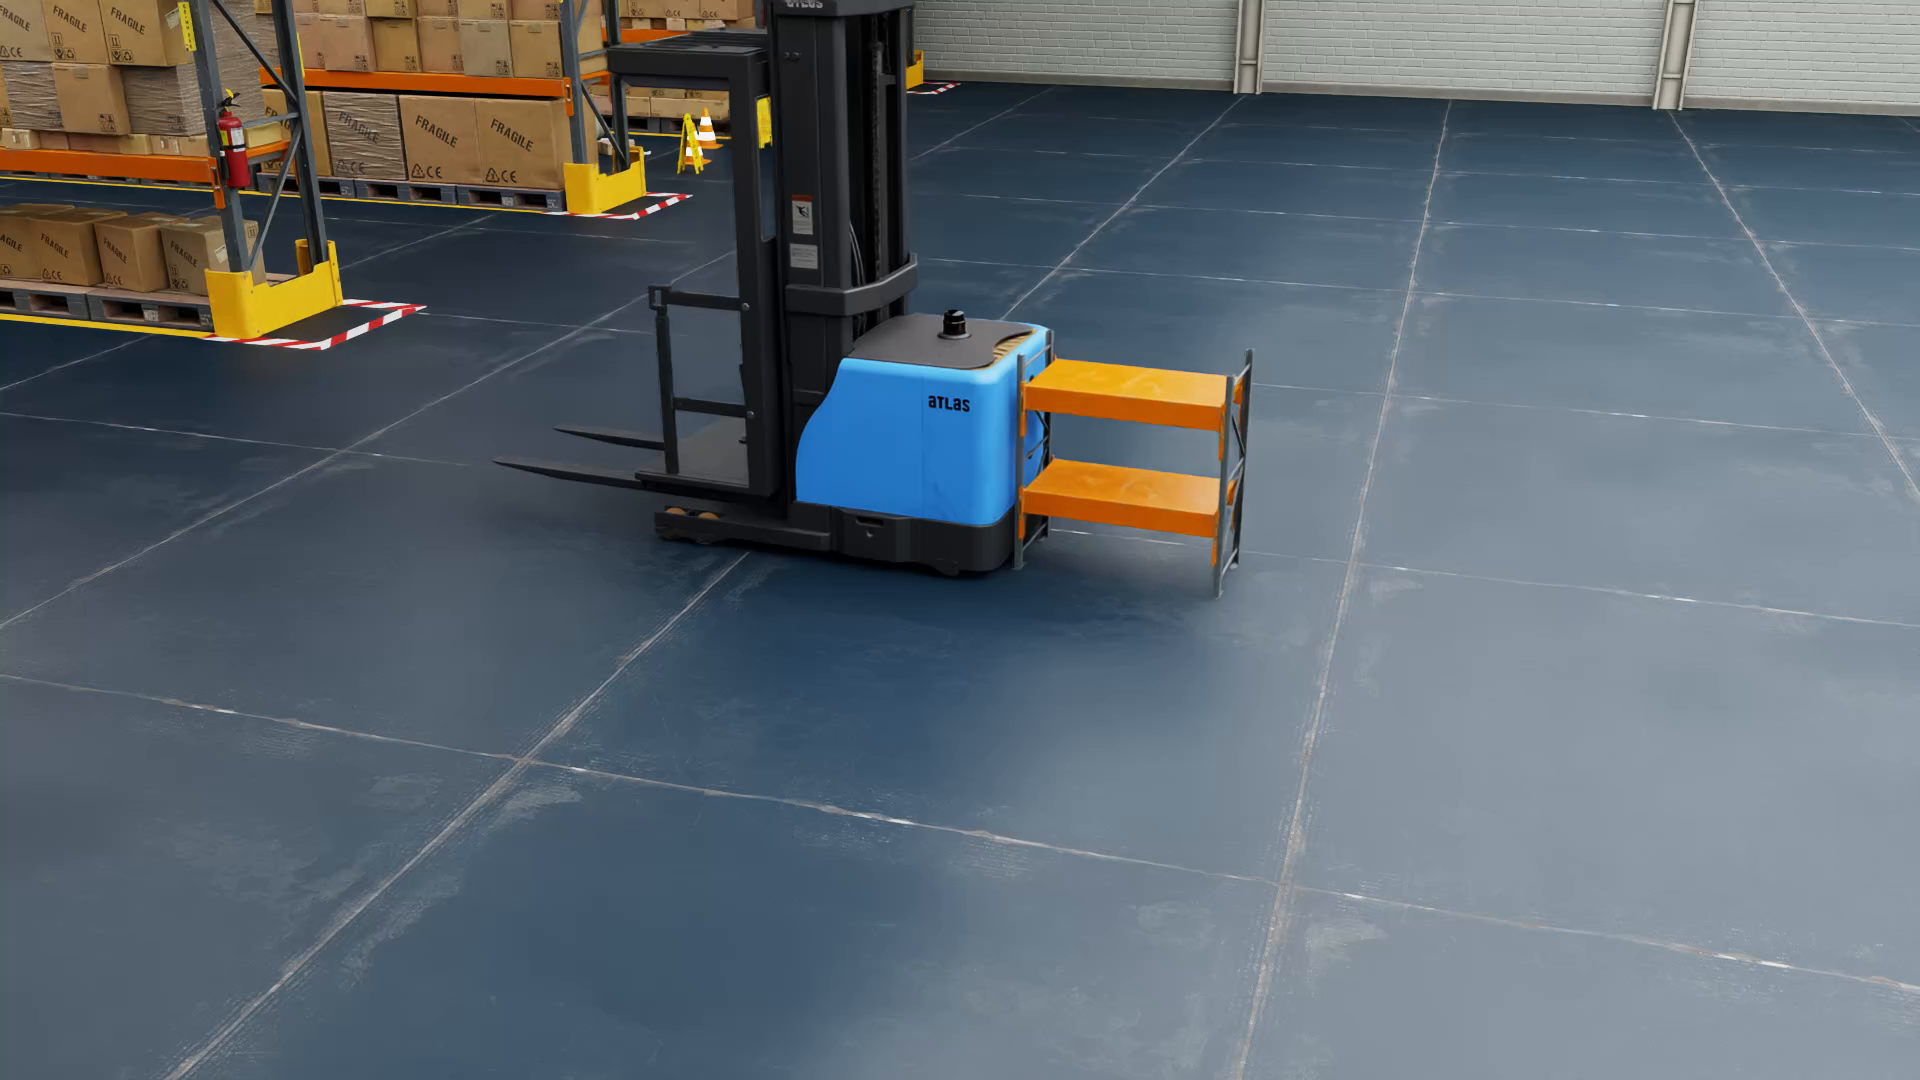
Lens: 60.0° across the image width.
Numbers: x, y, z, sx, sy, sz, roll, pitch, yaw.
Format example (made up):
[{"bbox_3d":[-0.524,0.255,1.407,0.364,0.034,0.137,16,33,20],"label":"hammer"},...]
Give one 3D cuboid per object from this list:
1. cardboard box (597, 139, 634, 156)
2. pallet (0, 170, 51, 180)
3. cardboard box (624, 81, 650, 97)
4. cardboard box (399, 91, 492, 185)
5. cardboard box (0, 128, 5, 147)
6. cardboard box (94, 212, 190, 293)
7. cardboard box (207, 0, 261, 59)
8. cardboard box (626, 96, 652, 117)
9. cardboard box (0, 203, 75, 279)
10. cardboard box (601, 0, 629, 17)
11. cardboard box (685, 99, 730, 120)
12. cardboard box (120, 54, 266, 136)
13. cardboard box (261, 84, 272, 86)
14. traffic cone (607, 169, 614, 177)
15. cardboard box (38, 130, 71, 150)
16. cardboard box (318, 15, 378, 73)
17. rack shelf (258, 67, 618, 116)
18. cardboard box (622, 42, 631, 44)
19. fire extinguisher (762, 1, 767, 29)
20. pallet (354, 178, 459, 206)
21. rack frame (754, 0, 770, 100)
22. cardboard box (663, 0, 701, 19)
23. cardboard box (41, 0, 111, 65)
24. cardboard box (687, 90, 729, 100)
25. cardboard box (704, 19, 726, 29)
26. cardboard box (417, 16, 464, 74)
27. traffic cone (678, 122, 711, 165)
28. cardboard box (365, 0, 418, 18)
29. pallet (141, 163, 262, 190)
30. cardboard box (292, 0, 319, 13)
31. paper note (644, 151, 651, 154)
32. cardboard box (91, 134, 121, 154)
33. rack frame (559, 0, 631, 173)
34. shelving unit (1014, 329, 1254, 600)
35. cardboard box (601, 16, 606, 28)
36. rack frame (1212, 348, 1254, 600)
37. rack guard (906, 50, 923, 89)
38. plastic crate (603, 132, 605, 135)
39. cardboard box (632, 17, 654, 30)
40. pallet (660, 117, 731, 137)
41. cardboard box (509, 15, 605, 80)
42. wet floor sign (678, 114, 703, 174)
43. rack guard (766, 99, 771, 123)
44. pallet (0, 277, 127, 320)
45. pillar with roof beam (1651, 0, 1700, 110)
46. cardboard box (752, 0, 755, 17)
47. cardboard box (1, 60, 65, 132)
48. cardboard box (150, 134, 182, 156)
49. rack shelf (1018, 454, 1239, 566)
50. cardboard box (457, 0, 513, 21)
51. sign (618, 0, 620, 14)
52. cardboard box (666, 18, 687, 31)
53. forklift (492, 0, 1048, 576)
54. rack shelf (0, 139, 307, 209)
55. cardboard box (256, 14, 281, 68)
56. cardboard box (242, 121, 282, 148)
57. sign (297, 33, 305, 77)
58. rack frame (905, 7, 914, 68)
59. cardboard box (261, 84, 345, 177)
[{"bbox_3d":[-4.194,-4.795,20.264,0.380,0.149,0.250,-20,29,-39],"label":"cardboard box"},{"bbox_3d":[-10.616,-4.368,19.141,1.213,0.211,1.003,7,23,16],"label":"pallet"},{"bbox_3d":[-4.181,-6.081,21.723,0.500,0.500,0.500,6,23,14],"label":"cardboard box"},{"bbox_3d":[-5.201,-4.252,17.430,0.875,0.875,0.875,6,23,15],"label":"cardboard box"},{"bbox_3d":[-7.238,-3.123,12.762,0.250,0.149,0.380,7,23,16],"label":"cardboard box"},{"bbox_3d":[-6.395,-2.269,13.090,0.500,0.500,0.500,13,26,29],"label":"cardboard box"},{"bbox_3d":[-5.667,-3.910,12.508,0.500,0.500,0.500,7,23,16],"label":"cardboard box"},{"bbox_3d":[-4.205,-5.733,21.863,0.500,0.250,0.500,6,23,14],"label":"cardboard box"},{"bbox_3d":[-7.510,-2.422,13.463,0.500,0.500,0.500,4,23,11],"label":"cardboard box"},{"bbox_3d":[-4.392,-7.023,21.415,0.500,0.500,0.500,7,23,16],"label":"cardboard box"},{"bbox_3d":[-3.231,-5.620,21.589,0.500,0.250,0.500,6,23,15],"label":"cardboard box"},{"bbox_3d":[-5.738,-3.358,12.480,0.500,0.500,0.875,7,23,16],"label":"cardboard box"},{"bbox_3d":[-9.478,-6.494,23.559,0.625,0.372,0.950,5,23,12],"label":"cardboard box"},{"bbox_3d":[-3.788,-4.295,18.632,0.334,0.463,0.336,7,23,16],"label":"traffic cone"},{"bbox_3d":[-6.753,-3.075,12.645,0.250,0.149,0.380,7,23,16],"label":"cardboard box"},{"bbox_3d":[-6.147,-5.213,17.328,0.550,0.550,0.875,7,23,16],"label":"cardboard box"},{"bbox_3d":[-5.605,-4.781,17.422,4.000,0.370,1.077,7,23,16],"label":"rack shelf"},{"bbox_3d":[-5.259,-8.096,27.129,0.625,0.625,0.875,8,24,18],"label":"cardboard box"},{"bbox_3d":[-2.380,-6.489,20.738,0.183,0.674,0.296,7,23,16],"label":"fire extinguisher"},{"bbox_3d":[-5.642,-3.799,17.752,1.213,0.211,1.003,7,23,15],"label":"pallet"},{"bbox_3d":[-2.357,-6.705,21.162,0.127,3.000,1.000,7,23,16],"label":"rack frame"},{"bbox_3d":[-3.434,-6.904,21.126,0.500,0.500,0.500,7,23,16],"label":"cardboard box"},{"bbox_3d":[-6.298,-3.774,12.176,0.500,0.500,0.500,7,23,16],"label":"cardboard box"},{"bbox_3d":[-3.199,-5.967,21.445,0.500,0.500,0.500,7,23,16],"label":"cardboard box"},{"bbox_3d":[-3.051,-6.539,21.090,0.250,0.149,0.380,6,23,15],"label":"cardboard box"},{"bbox_3d":[-5.091,-5.148,17.170,0.550,0.550,0.875,7,23,16],"label":"cardboard box"},{"bbox_3d":[-3.136,-4.669,19.542,0.334,0.463,0.336,7,23,16],"label":"traffic cone"},{"bbox_3d":[-5.629,-5.667,17.013,0.500,0.550,0.875,7,23,16],"label":"cardboard box"},{"bbox_3d":[-8.280,-4.101,18.489,1.213,0.211,1.003,7,23,16],"label":"pallet"},{"bbox_3d":[-6.616,-5.831,17.413,0.550,0.550,0.875,7,23,16],"label":"cardboard box"},{"bbox_3d":[-3.837,-4.711,20.215,0.142,0.019,0.148,-1,22,-3],"label":"paper note"},{"bbox_3d":[-6.280,-3.013,12.495,0.250,0.149,0.380,7,23,16],"label":"cardboard box"},{"bbox_3d":[-3.690,-4.895,16.751,0.127,3.000,1.000,7,23,16],"label":"rack frame"},{"bbox_3d":[0.849,-0.387,8.231,1.048,1.125,0.538,8,24,19],"label":"shelving unit"},{"bbox_3d":[-4.506,-6.715,21.518,0.250,0.149,0.380,6,23,15],"label":"cardboard box"},{"bbox_3d":[1.326,-0.319,8.066,0.032,1.125,0.500,8,24,19],"label":"rack frame"},{"bbox_3d":[-0.904,-7.349,26.028,0.348,0.500,1.175,7,23,16],"label":"rack guard"},{"bbox_3d":[-4.920,-5.322,21.640,0.583,0.080,0.402,-1,22,-3],"label":"plastic crate"},{"bbox_3d":[-4.021,-6.666,21.400,0.250,0.149,0.380,6,23,15],"label":"cardboard box"},{"bbox_3d":[-3.197,-5.525,21.960,1.213,0.211,1.003,7,23,16],"label":"pallet"},{"bbox_3d":[-4.058,-4.989,16.781,0.550,0.550,0.875,7,23,16],"label":"cardboard box"},{"bbox_3d":[-3.090,-4.522,18.944,0.232,0.644,0.267,3,22,6],"label":"wet floor sign"},{"bbox_3d":[-2.430,-5.556,21.657,0.348,0.500,1.175,7,23,16],"label":"rack guard"},{"bbox_3d":[-7.224,-2.059,13.510,1.213,0.211,1.003,7,23,16],"label":"pallet"},{"bbox_3d":[8.912,-8.808,18.386,0.400,9.000,9.100,7,23,16],"label":"pillar with roof beam"},{"bbox_3d":[-2.730,-7.041,21.459,0.500,0.500,0.500,6,23,15],"label":"cardboard box"},{"bbox_3d":[-6.718,-3.440,12.680,0.500,0.500,0.875,7,23,16],"label":"cardboard box"},{"bbox_3d":[-5.791,-2.972,12.393,0.250,0.149,0.380,7,23,16],"label":"cardboard box"},{"bbox_3d":[0.849,-0.160,8.323,1.000,0.278,0.538,8,24,19],"label":"rack shelf"},{"bbox_3d":[-4.587,-5.546,16.716,0.550,0.550,0.875,7,23,16],"label":"cardboard box"},{"bbox_3d":[-3.524,-5.533,17.062,0.005,0.325,0.100,7,23,16],"label":"sign"},{"bbox_3d":[-3.546,-6.592,21.219,0.250,0.149,0.380,7,23,16],"label":"cardboard box"},{"bbox_3d":[-1.074,-1.509,8.586,3.031,2.935,1.130,8,24,19],"label":"forklift"},{"bbox_3d":[-7.134,-2.990,13.056,4.000,0.370,1.077,7,23,16],"label":"rack shelf"},{"bbox_3d":[-7.163,-5.367,17.703,0.550,0.550,0.875,7,23,16],"label":"cardboard box"},{"bbox_3d":[-5.423,-3.106,12.720,0.250,0.149,0.380,7,23,16],"label":"cardboard box"},{"bbox_3d":[-5.063,-3.702,12.701,0.005,0.325,0.100,7,23,16],"label":"sign"},{"bbox_3d":[-0.927,-8.508,25.560,0.127,3.000,1.000,7,23,16],"label":"rack frame"},{"bbox_3d":[-6.937,-4.450,17.913,0.875,0.875,0.875,7,23,16],"label":"cardboard box"}]
